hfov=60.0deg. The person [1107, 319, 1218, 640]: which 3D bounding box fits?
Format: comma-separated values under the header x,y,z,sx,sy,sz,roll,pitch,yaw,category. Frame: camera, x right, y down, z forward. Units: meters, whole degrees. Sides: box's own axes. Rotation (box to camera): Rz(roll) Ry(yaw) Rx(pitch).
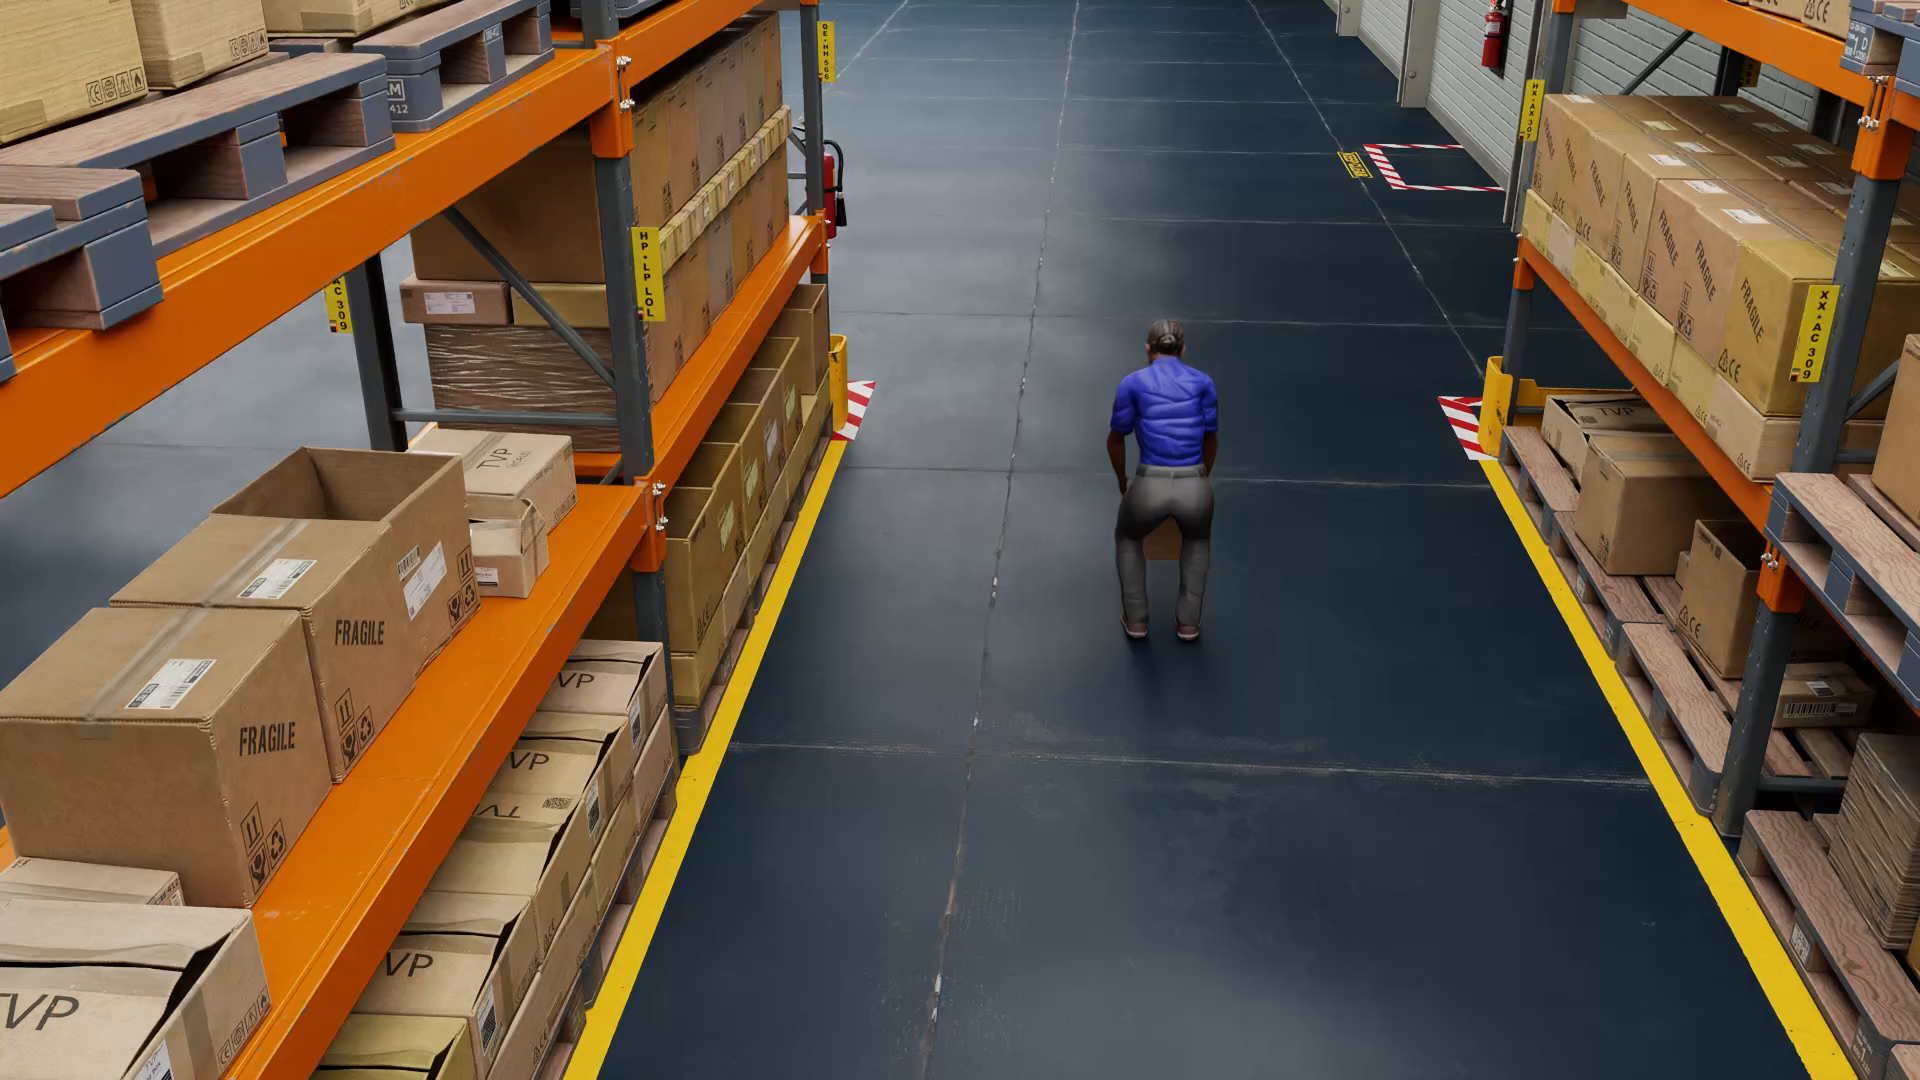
x,y,z,sx,sy,sz,roll,pitch,yaw,category
0.901,-0.255,7.472,0.494,1.415,0.499,2,25,4,person
